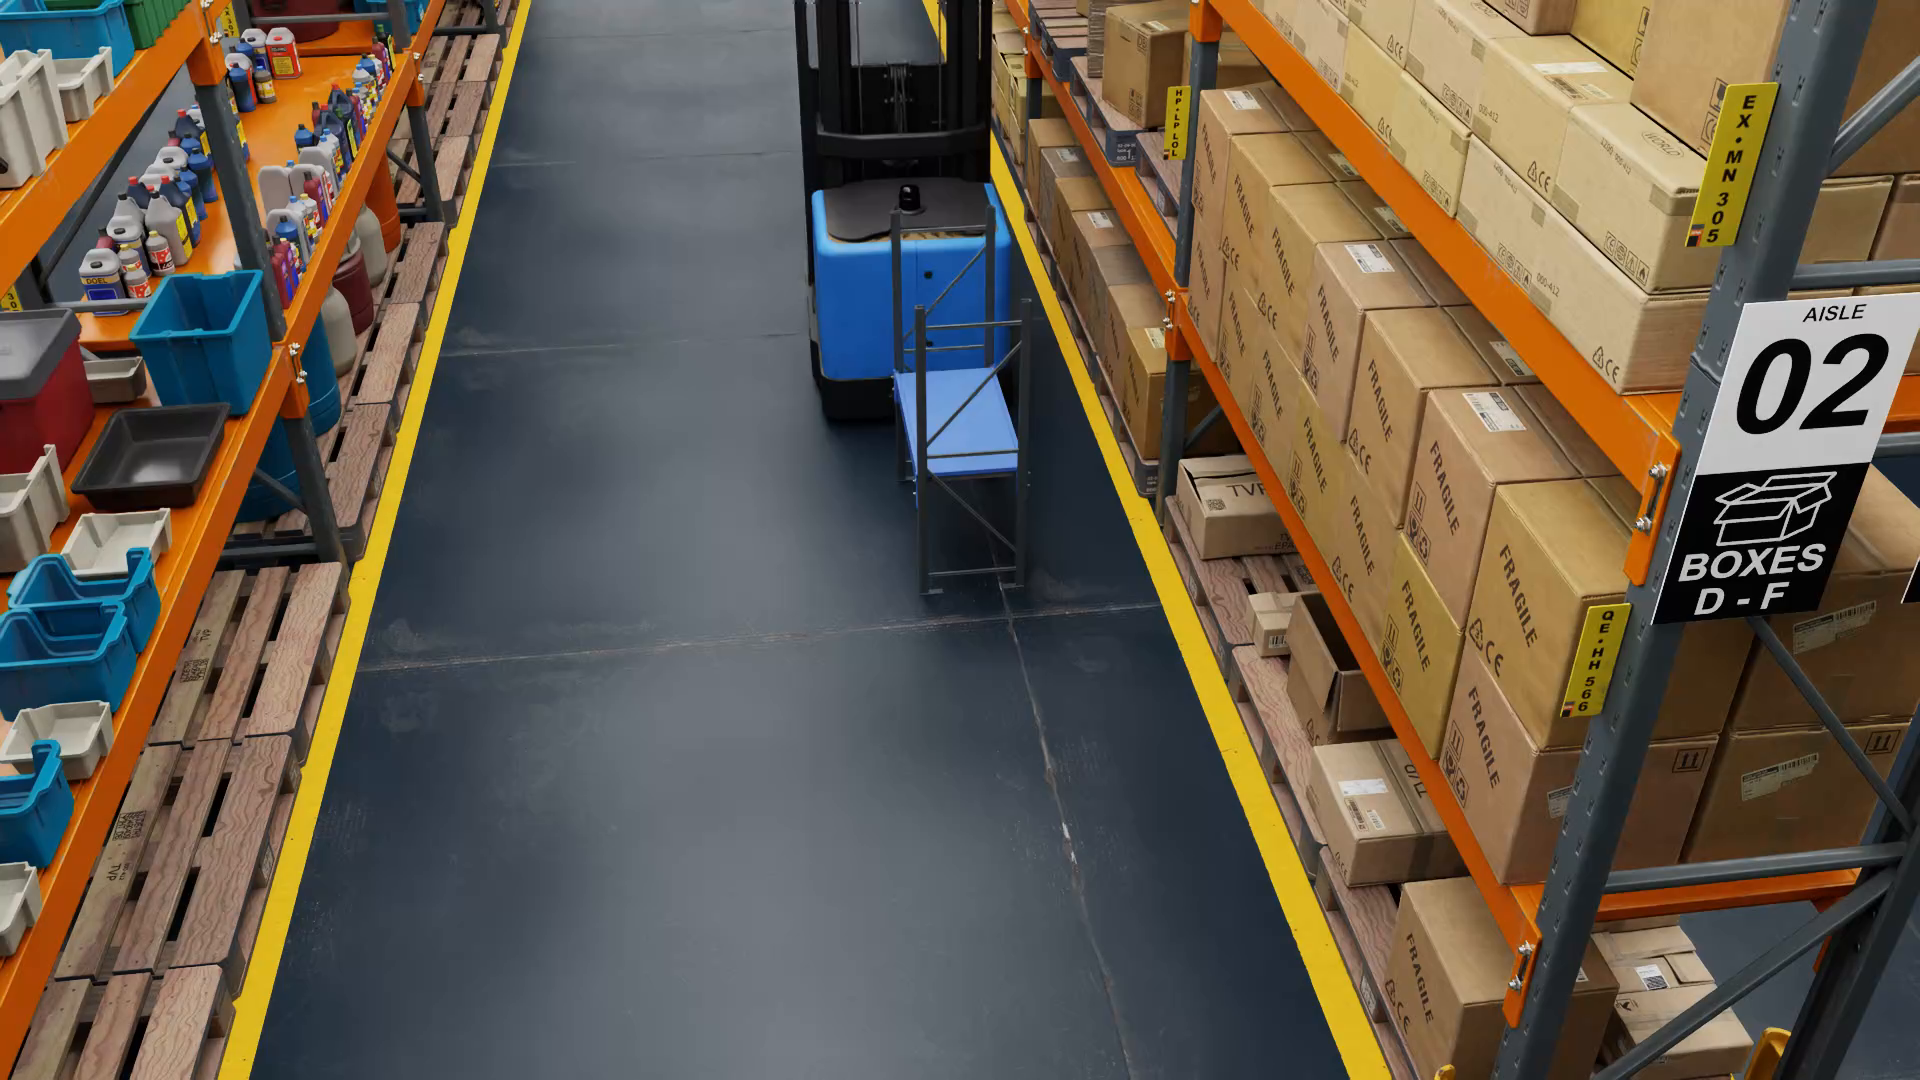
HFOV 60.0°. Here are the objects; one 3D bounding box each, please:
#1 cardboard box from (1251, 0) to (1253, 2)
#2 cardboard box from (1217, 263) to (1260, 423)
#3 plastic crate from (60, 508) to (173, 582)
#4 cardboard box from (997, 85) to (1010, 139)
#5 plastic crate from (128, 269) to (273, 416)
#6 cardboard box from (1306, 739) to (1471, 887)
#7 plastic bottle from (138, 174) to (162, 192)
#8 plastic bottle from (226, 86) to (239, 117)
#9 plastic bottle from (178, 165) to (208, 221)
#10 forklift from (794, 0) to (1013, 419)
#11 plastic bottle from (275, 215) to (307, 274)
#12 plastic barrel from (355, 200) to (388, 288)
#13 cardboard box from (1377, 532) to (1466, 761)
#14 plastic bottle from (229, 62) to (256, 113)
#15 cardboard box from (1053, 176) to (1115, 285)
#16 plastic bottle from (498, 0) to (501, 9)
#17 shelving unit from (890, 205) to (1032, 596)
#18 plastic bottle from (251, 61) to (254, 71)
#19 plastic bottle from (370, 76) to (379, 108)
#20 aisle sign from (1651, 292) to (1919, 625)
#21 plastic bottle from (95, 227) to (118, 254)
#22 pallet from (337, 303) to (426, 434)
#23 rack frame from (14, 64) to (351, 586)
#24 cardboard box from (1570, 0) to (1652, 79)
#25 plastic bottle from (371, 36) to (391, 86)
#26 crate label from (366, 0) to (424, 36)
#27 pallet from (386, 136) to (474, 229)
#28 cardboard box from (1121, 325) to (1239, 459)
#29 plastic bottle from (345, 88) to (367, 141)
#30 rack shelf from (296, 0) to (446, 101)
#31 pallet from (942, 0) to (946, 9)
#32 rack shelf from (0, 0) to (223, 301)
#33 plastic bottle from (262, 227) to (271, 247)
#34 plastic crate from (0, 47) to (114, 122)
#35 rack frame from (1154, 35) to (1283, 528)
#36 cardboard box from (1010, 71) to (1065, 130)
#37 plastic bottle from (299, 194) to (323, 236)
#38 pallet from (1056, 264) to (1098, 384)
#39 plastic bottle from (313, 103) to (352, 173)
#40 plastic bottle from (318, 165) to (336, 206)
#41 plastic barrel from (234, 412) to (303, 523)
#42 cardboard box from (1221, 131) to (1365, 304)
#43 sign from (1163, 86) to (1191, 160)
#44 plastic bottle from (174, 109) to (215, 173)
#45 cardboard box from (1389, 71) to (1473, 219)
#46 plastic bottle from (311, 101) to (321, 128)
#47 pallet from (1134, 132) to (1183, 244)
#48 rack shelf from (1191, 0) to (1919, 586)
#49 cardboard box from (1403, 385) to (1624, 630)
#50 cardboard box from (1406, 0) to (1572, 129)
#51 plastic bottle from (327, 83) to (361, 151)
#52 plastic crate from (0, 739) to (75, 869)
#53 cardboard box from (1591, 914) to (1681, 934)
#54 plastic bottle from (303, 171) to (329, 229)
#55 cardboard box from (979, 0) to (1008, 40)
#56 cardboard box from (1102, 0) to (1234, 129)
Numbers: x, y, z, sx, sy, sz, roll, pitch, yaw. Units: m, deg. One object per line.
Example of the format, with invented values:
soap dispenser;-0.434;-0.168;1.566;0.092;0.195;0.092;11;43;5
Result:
cardboard box;1.310;-2.258;6.370;0.500;0.250;0.500;-4;35;-6
cardboard box;1.360;-0.822;6.703;0.500;0.500;0.500;-4;34;-6
plastic crate;-2.887;0.035;5.716;0.293;0.136;0.466;-4;35;-6
cardboard box;0.566;-3.203;12.355;0.500;0.250;0.500;-5;35;-7
plastic crate;-3.018;-0.781;6.694;0.392;0.384;0.575;-4;35;-6
cardboard box;1.612;0.998;6.172;0.500;0.250;0.500;-4;35;-6
plastic bottle;-3.909;-1.627;8.085;0.152;0.276;0.135;-4;35;-6
plastic bottle;-4.151;-2.483;9.406;0.097;0.201;0.097;0;34;0
plastic bottle;-3.806;-1.720;8.225;0.097;0.271;0.097;0;34;0
forklift;-0.395;-2.688;9.591;1.130;2.935;3.031;-4;34;-5
plastic bottle;-3.110;-1.373;7.716;0.097;0.271;0.097;0;34;0
plastic barrel;-3.710;-1.795;10.057;0.421;0.512;0.421;0;34;0
cardboard box;1.624;0.301;5.055;0.500;0.500;0.500;-4;34;-6
plastic bottle;-4.108;-2.591;9.502;0.097;0.271;0.097;0;34;0
cardboard box;0.868;-1.904;10.210;0.500;0.500;0.500;-5;35;-7
plastic bottle;-4.131;-4.812;14.742;0.097;0.201;0.097;0;34;0
shelving unit;-0.011;-0.667;7.897;0.538;1.500;1.048;-4;35;-6
plastic bottle;-4.218;-2.761;9.814;0.097;0.201;0.097;0;34;0
plastic bottle;-3.412;-2.597;9.574;0.097;0.201;0.097;0;34;0
aisle sign;1.733;-0.152;3.501;0.394;0.787;0.004;-4;35;-6
plastic bottle;-3.869;-1.271;7.555;0.061;0.283;0.133;-4;35;-6
pallet;-3.649;-0.962;9.474;1.003;0.211;1.213;-4;35;-6
rack frame;-3.419;-0.998;7.051;1.000;3.000;0.127;-4;35;-6
cardboard box;1.959;-1.404;4.006;0.700;0.500;0.500;-4;35;-6
plastic bottle;-3.449;-2.860;9.886;0.061;0.283;0.133;-4;35;-6
crate label;-3.642;-3.424;10.760;0.303;0.233;0.416;-4;35;-6
pallet;-4.023;-2.513;11.750;1.003;0.211;1.213;-4;35;-6
cardboard box;1.139;-0.773;8.550;0.500;0.500;0.500;-5;35;-7
plastic bottle;-3.326;-2.351;9.139;0.061;0.283;0.133;-4;35;-6
rack shelf;-4.226;-4.049;12.166;1.077;0.370;4.000;-4;35;-6
pallet;0.348;-5.130;15.590;1.003;0.211;1.213;-4;35;-6
rack shelf;-3.150;-0.824;4.771;1.077;0.370;4.000;-4;35;-6
plastic bottle;-3.274;-1.387;7.799;0.097;0.201;0.097;0;34;0
plastic crate;-2.871;-1.448;5.281;0.293;0.136;0.466;-4;35;-6
rack frame;1.490;-1.371;7.598;1.000;3.000;0.127;-4;35;-6
cardboard box;0.637;-3.146;11.773;0.500;0.311;0.500;-3;34;-5
plastic bottle;-3.168;-1.583;8.085;0.097;0.201;0.097;0;34;0
pallet;1.175;-1.352;10.046;1.003;0.211;1.213;-4;35;-6
plastic bottle;-3.303;-2.109;8.725;0.144;0.351;0.185;-4;35;-6
plastic bottle;-3.217;-1.786;8.384;0.097;0.201;0.097;0;34;0
plastic barrel;-3.475;-0.609;7.971;0.600;0.901;0.708;-4;35;-6
cardboard box;1.344;-1.253;6.449;0.500;0.500;0.500;-5;35;-8
sign;0.940;-1.805;7.207;0.100;0.325;0.005;-4;35;-6
plastic bottle;-4.015;-2.080;8.683;0.144;0.351;0.185;-4;35;-6
cardboard box;1.561;-1.141;4.730;0.500;0.250;0.500;-4;35;-6
plastic bottle;-3.444;-2.237;8.972;0.061;0.283;0.133;-4;35;-6
pallet;1.490;-1.746;8.319;1.003;0.211;1.213;-4;35;-6
rack shelf;1.759;-1.197;5.318;1.077;0.370;4.000;-4;35;-6
cardboard box;1.627;-0.103;4.760;0.500;0.500;0.500;-3;34;-5
cardboard box;1.575;-1.349;4.591;0.500;0.250;0.500;-4;35;-6
plastic bottle;-3.346;-2.286;8.985;0.144;0.351;0.185;-4;35;-6
plastic crate;-2.677;0.749;4.583;0.416;0.233;0.300;-4;35;-6
cardboard box;2.168;1.212;5.859;0.500;0.250;0.500;-4;35;-6
plastic bottle;-3.165;-1.682;8.158;0.061;0.283;0.133;-4;35;-6
cardboard box;0.355;-4.286;13.447;0.500;0.311;0.500;-5;35;-8
cardboard box;1.191;-2.567;8.892;0.700;0.500;0.500;-13;36;-18
